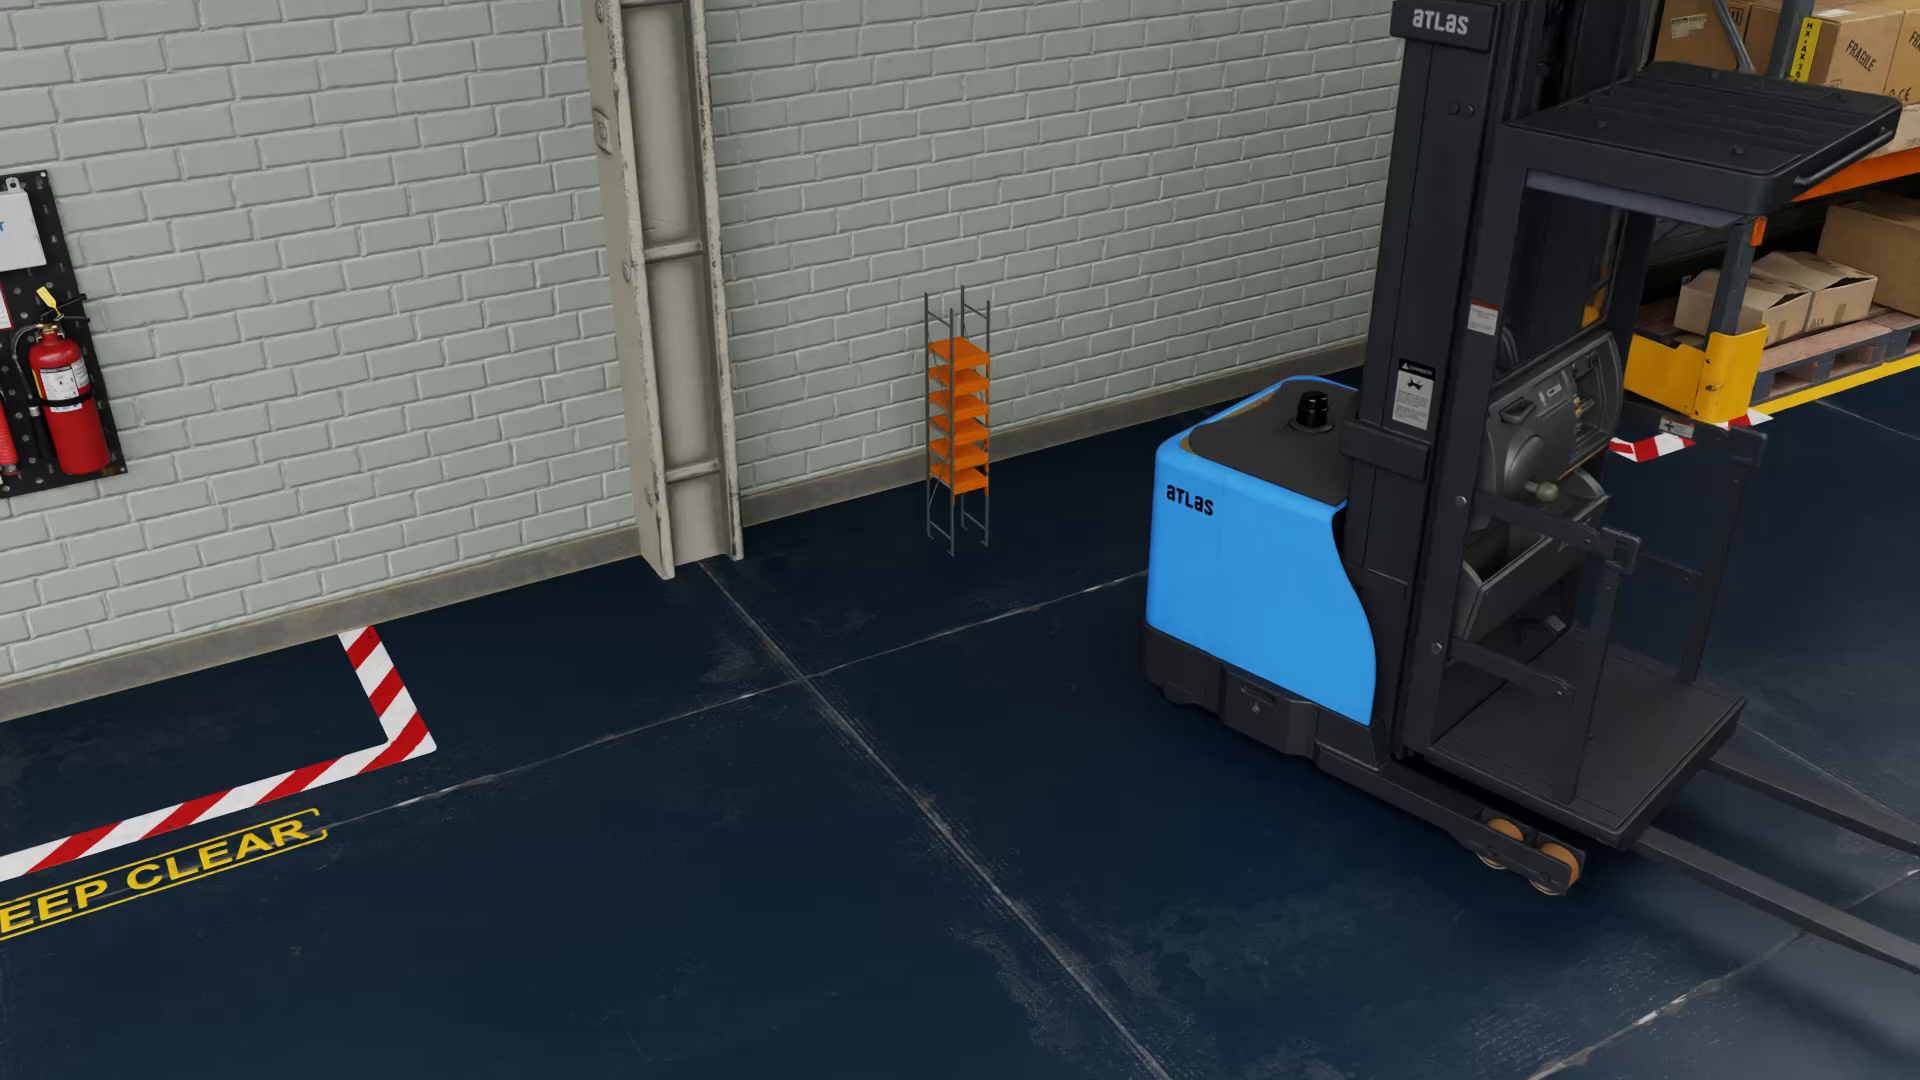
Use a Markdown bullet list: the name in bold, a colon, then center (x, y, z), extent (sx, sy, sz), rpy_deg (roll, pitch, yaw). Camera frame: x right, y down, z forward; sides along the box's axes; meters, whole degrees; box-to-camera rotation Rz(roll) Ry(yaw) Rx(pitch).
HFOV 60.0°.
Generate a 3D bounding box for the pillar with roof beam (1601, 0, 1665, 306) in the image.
- **pillar with roof beam**: center (6.123, -3.549, 4.867), extent (0.400, 9.000, 9.100), rpy_deg (-16, 33, -26)

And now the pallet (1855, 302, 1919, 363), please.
- **pallet**: center (5.611, -1.463, 10.182), extent (1.213, 0.211, 1.003), rpy_deg (-16, 33, -26)

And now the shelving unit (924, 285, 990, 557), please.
- **shelving unit**: center (-0.012, -0.522, 7.454), extent (0.189, 1.200, 0.258), rpy_deg (-16, 33, -26)

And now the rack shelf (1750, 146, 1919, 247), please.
- **rack shelf**: center (5.501, -2.359, 9.664), extent (4.000, 0.370, 1.077), rpy_deg (-16, 33, -26)

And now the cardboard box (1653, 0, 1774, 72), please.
- **cardboard box**: center (4.076, -2.659, 8.823), extent (0.500, 0.500, 0.500), rpy_deg (-16, 33, -27)

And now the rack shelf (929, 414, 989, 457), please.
- **rack shelf**: center (-0.012, -0.483, 7.475), extent (0.180, 0.103, 0.258), rpy_deg (-16, 33, -26)

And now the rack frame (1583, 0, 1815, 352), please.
- **rack frame**: center (3.777, -2.184, 8.603), extent (0.127, 3.000, 1.000), rpy_deg (-16, 33, -26)

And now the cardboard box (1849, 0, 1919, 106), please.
- **cardboard box**: center (4.772, -2.564, 8.650), extent (0.500, 0.500, 0.500), rpy_deg (-16, 33, -26)

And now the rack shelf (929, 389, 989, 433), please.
- **rack shelf**: center (-0.012, -0.588, 7.417), extent (0.180, 0.103, 0.258), rpy_deg (-16, 33, -26)

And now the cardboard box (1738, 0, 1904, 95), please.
- **cardboard box**: center (4.341, -2.447, 8.438), extent (0.500, 0.500, 0.500), rpy_deg (-16, 33, -26)

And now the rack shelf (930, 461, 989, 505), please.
- **rack shelf**: center (-0.012, -0.273, 7.591), extent (0.180, 0.103, 0.258), rpy_deg (-16, 33, -26)

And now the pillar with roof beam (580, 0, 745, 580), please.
- **pillar with roof beam**: center (0.950, -2.080, 2.206), extent (0.400, 9.000, 9.100), rpy_deg (-16, 33, -26)

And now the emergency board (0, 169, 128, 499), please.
- **emergency board**: center (-3.381, -0.658, 5.838), extent (0.643, 1.169, 0.194), rpy_deg (-16, 33, -26)

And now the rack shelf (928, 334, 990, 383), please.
- **rack shelf**: center (-0.012, -0.798, 7.301), extent (0.180, 0.103, 0.258), rpy_deg (-16, 33, -26)

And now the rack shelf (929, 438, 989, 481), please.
- **rack shelf**: center (-0.012, -0.378, 7.533), extent (0.180, 0.103, 0.258), rpy_deg (-16, 33, -26)

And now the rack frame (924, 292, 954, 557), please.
- **rack frame**: center (-0.091, -0.499, 7.413), extent (0.006, 1.200, 0.240), rpy_deg (-16, 33, -26)

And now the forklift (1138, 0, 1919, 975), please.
- **forklift**: center (2.129, -0.377, 5.400), extent (3.031, 2.935, 1.130), rpy_deg (25, 37, 37)

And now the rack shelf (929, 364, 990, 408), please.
- **rack shelf**: center (-0.012, -0.693, 7.359), extent (0.180, 0.103, 0.258), rpy_deg (-16, 33, -26)

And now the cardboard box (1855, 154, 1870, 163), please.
- **cardboard box**: center (4.358, -2.114, 8.611), extent (0.500, 0.250, 0.500), rpy_deg (-17, 33, -28)

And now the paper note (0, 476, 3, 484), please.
- **paper note**: center (-3.568, -0.258, 6.024), extent (0.142, 0.148, 0.016), rpy_deg (-16, 33, -26)

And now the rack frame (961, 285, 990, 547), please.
- **rack frame**: center (0.066, -0.544, 7.494), extent (0.006, 1.200, 0.240), rpy_deg (-16, 33, -26)

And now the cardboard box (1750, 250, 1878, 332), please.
- **cardboard box**: center (4.910, -1.471, 9.638), extent (0.500, 0.311, 0.500), rpy_deg (-13, 31, -22)

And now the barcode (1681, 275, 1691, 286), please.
- **barcode**: center (4.232, -1.506, 9.693), extent (0.075, 0.075, 0.001), rpy_deg (-16, 33, -26)

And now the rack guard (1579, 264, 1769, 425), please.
- **rack guard**: center (3.842, -1.108, 9.241), extent (0.348, 0.500, 1.175), rpy_deg (-16, 33, -26)

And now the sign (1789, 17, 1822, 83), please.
- **sign**: center (4.052, -2.337, 7.984), extent (0.005, 0.325, 0.100), rpy_deg (-16, 33, -26)

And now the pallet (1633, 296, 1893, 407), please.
- **pallet**: center (4.561, -1.166, 9.644), extent (1.213, 0.211, 1.003), rpy_deg (-16, 33, -26)

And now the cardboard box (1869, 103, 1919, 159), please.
- **cardboard box**: center (4.799, -2.247, 8.852), extent (0.500, 0.250, 0.500), rpy_deg (-17, 33, -28)

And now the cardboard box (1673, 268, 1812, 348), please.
- **cardboard box**: center (4.419, -1.331, 9.385), extent (0.500, 0.311, 0.500), rpy_deg (-20, 35, -32)

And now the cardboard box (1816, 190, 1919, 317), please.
- **cardboard box**: center (5.568, -1.712, 9.880), extent (0.500, 0.500, 0.700), rpy_deg (-18, 34, -29)
